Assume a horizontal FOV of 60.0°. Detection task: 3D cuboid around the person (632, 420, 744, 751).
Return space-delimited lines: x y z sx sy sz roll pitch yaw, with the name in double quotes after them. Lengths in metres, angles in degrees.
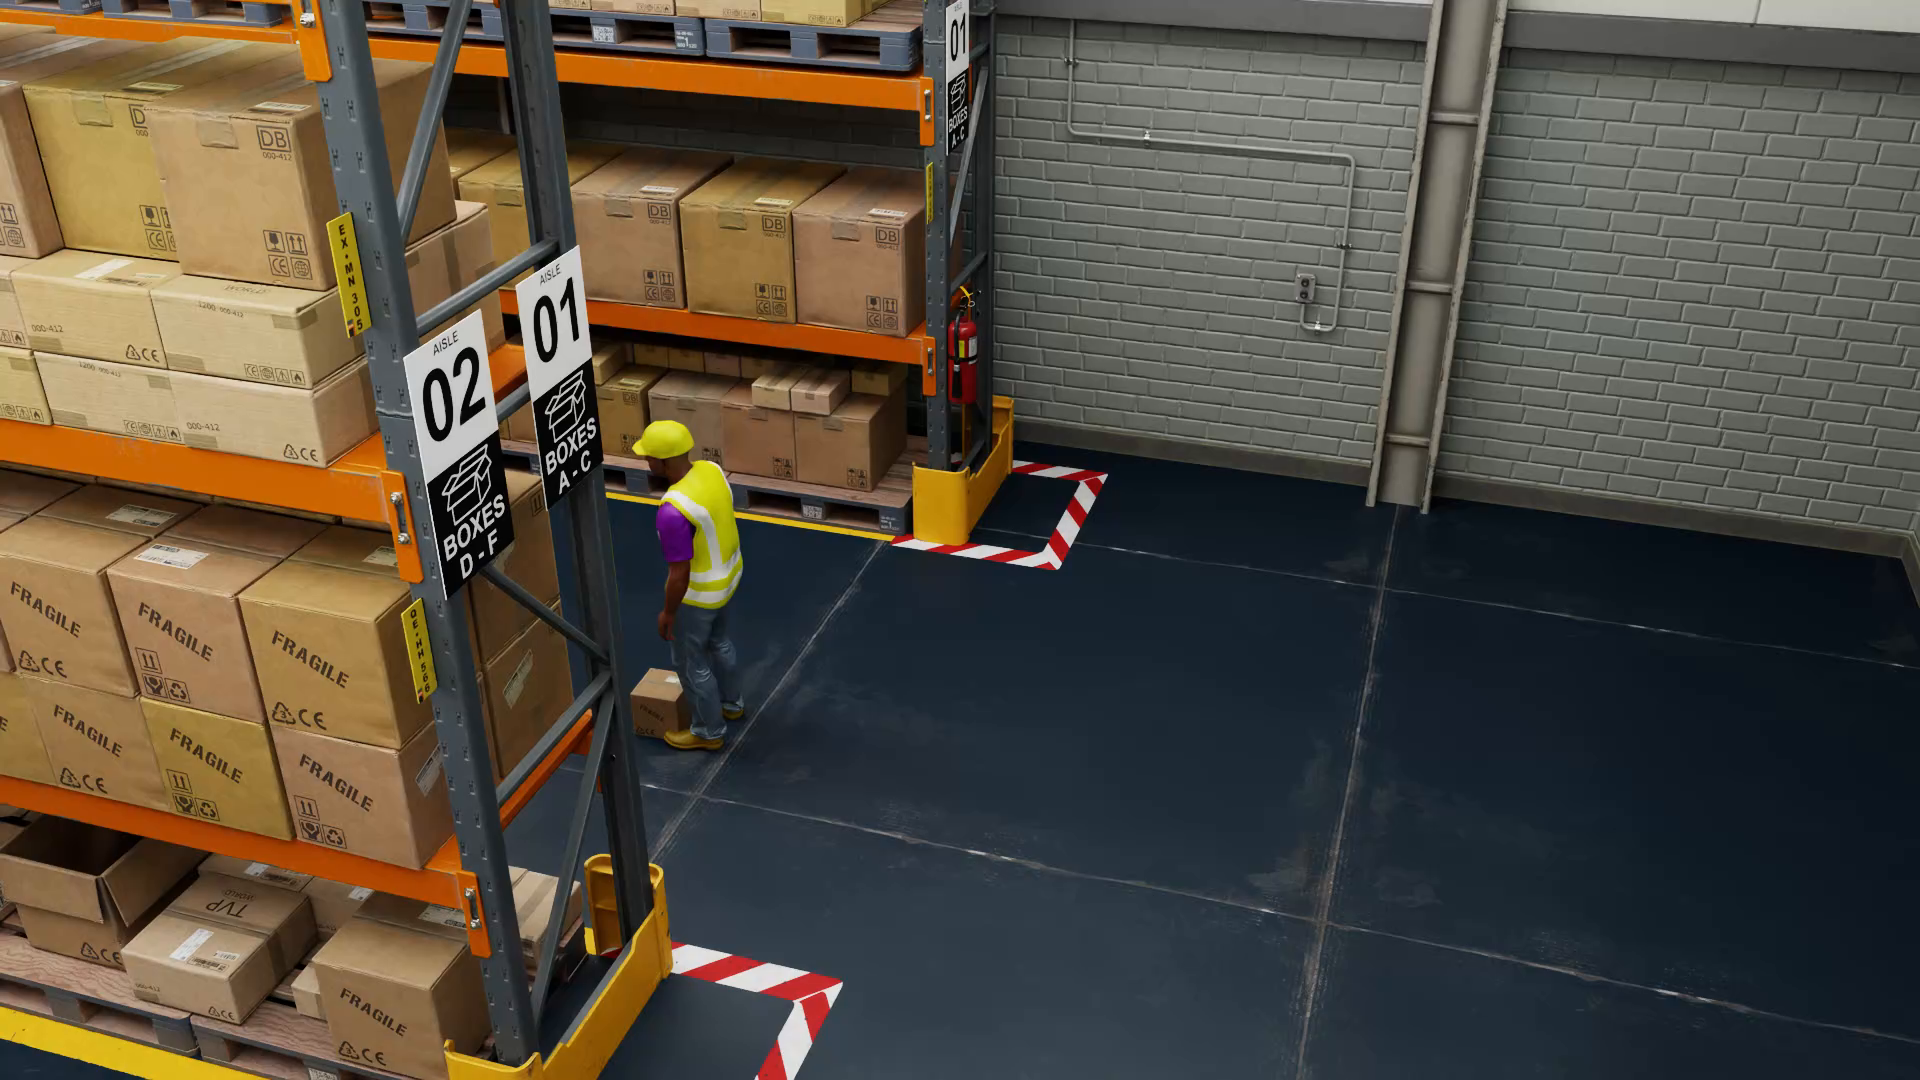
-1.297 0.217 8.099 0.454 1.761 0.636 7 30 13 "person"
